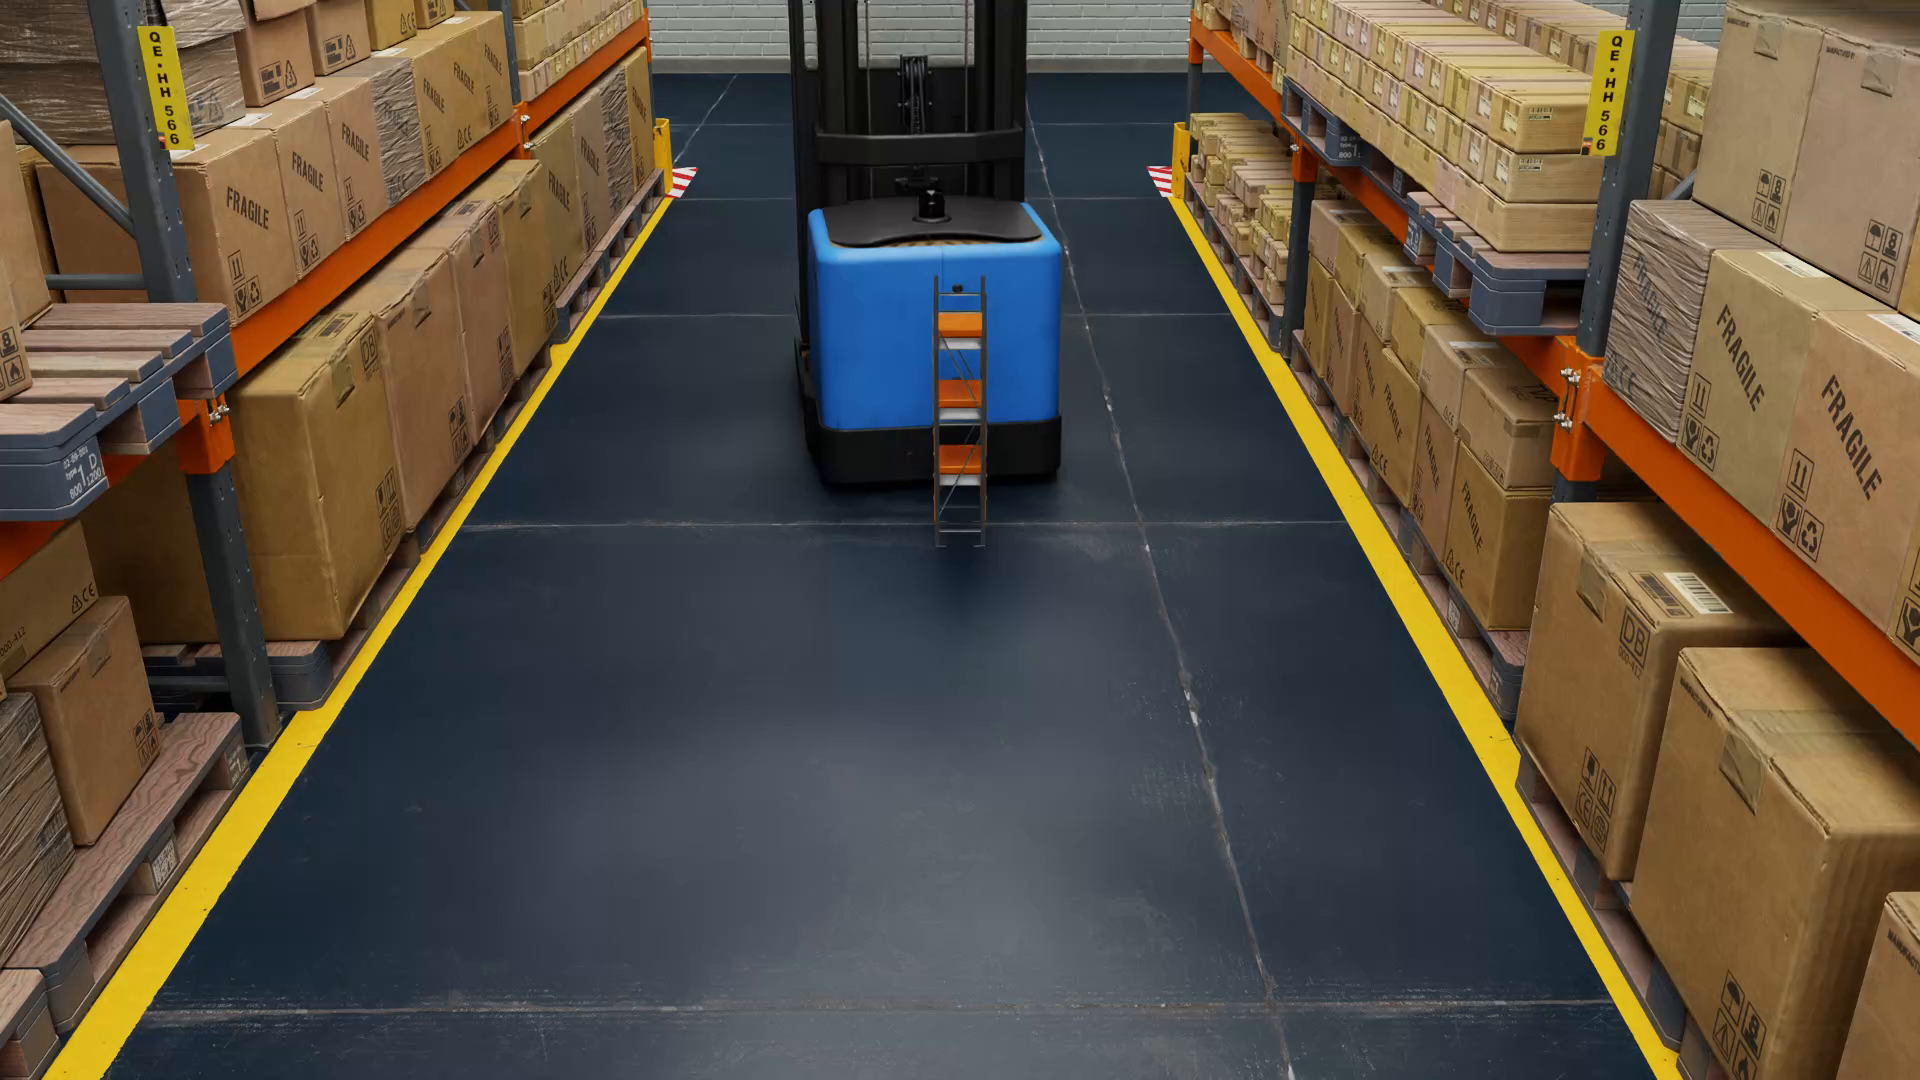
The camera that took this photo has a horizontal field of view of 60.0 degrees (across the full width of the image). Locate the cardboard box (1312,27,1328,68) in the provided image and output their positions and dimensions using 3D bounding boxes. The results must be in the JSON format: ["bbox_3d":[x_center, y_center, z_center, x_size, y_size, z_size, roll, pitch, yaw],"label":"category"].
[{"bbox_3d":[1.778,-2.185,7.376,0.380,0.149,0.250,0,24,1],"label":"cardboard box"}]

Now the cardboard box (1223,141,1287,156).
[{"bbox_3d":[1.925,-2.511,10.890,0.380,0.149,0.250,1,24,2],"label":"cardboard box"}]

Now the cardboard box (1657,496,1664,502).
[{"bbox_3d":[2.517,-0.047,5.738,0.500,0.500,0.500,-1,24,-3],"label":"cardboard box"}]

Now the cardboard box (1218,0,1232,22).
[{"bbox_3d":[1.935,-3.571,10.524,0.500,0.500,0.500,0,24,0],"label":"cardboard box"}]

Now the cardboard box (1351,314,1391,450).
[{"bbox_3d":[1.995,-0.663,7.101,0.500,0.500,0.500,0,24,0],"label":"cardboard box"}]

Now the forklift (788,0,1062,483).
[{"bbox_3d":[-0.271,-2.154,7.955,1.130,2.935,3.031,-3,25,-7],"label":"forklift"}]

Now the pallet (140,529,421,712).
[{"bbox_3d":[-2.625,0.224,5.999,1.003,0.211,1.213,0,24,-1],"label":"pallet"}]

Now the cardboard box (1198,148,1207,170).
[{"bbox_3d":[1.878,-2.696,11.661,0.380,0.149,0.250,0,24,-1],"label":"cardboard box"}]

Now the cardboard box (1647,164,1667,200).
[{"bbox_3d":[2.460,-1.186,5.528,0.380,0.149,0.250,1,24,2],"label":"cardboard box"}]

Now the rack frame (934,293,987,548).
[{"bbox_3d":[0.001,-0.450,6.471,0.200,1.050,0.008,0,24,-1],"label":"rack frame"}]

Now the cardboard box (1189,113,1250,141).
[{"bbox_3d":[1.848,-2.945,11.849,0.380,0.149,0.250,-1,24,-3],"label":"cardboard box"}]

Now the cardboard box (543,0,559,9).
[{"bbox_3d":[-2.482,-3.180,9.052,0.500,0.500,0.500,0,24,-1],"label":"cardboard box"}]

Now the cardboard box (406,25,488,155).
[{"bbox_3d":[-2.458,-2.020,7.455,0.500,0.500,0.500,0,24,1],"label":"cardboard box"}]

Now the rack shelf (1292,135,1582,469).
[{"bbox_3d":[2.247,-1.199,6.633,1.077,0.370,4.000,0,24,-1],"label":"rack shelf"}]

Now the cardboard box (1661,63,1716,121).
[{"bbox_3d":[2.454,-1.453,5.397,0.380,0.149,0.250,0,24,-1],"label":"cardboard box"}]

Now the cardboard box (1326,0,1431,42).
[{"bbox_3d":[1.780,-2.211,7.071,0.380,0.149,0.250,-1,24,-1],"label":"cardboard box"}]

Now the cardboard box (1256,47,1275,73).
[{"bbox_3d":[1.922,-2.787,9.577,0.380,0.149,0.250,-1,24,-3],"label":"cardboard box"}]

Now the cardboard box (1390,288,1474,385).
[{"bbox_3d":[1.993,-0.794,6.480,0.500,0.250,0.500,0,24,1],"label":"cardboard box"}]

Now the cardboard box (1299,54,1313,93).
[{"bbox_3d":[1.779,-2.149,7.656,0.380,0.149,0.250,0,24,0],"label":"cardboard box"}]

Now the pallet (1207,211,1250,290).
[{"bbox_3d":[2.167,-1.860,10.607,1.003,0.211,1.213,0,24,-1],"label":"pallet"}]

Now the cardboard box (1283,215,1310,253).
[{"bbox_3d":[1.961,-1.659,9.007,0.380,0.149,0.250,0,24,1],"label":"cardboard box"}]

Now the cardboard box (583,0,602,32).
[{"bbox_3d":[-2.488,-3.253,10.124,0.500,0.250,0.500,0,24,0],"label":"cardboard box"}]

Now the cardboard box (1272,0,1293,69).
[{"bbox_3d":[1.938,-2.730,8.663,0.500,0.500,0.500,0,24,0],"label":"cardboard box"}]

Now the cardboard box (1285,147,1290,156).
[{"bbox_3d":[2.422,-2.702,11.674,0.380,0.149,0.250,-1,24,-2],"label":"cardboard box"}]

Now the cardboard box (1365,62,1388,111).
[{"bbox_3d":[1.789,-1.754,6.423,0.380,0.149,0.250,-1,24,-2],"label":"cardboard box"}]

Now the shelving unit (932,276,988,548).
[{"bbox_3d":[-0.001,-0.500,6.582,0.215,1.050,0.252,0,24,-1],"label":"shelving unit"}]

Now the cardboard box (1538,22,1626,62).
[{"bbox_3d":[2.443,-1.886,6.353,0.380,0.149,0.250,-1,24,-1],"label":"cardboard box"}]

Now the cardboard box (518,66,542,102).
[{"bbox_3d":[-2.406,-2.379,8.674,0.380,0.149,0.250,0,24,0],"label":"cardboard box"}]

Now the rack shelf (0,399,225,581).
[{"bbox_3d":[-2.670,0.430,3.031,1.077,0.370,4.000,0,24,-1],"label":"rack shelf"}]

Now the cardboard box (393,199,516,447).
[{"bbox_3d":[-2.698,-0.961,7.304,1.225,0.875,0.875,-1,24,-2],"label":"cardboard box"}]

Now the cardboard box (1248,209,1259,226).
[{"bbox_3d":[1.941,-1.937,9.982,0.380,0.149,0.250,0,24,1],"label":"cardboard box"}]

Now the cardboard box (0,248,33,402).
[{"bbox_3d":[-2.540,-0.507,3.599,0.700,0.500,0.500,3,25,7],"label":"cardboard box"}]

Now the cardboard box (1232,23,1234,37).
[{"bbox_3d":[1.970,-3.315,10.745,0.380,0.149,0.250,0,24,-1],"label":"cardboard box"}]

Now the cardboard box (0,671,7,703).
[{"bbox_3d":[-2.638,0.370,3.882,0.500,0.250,0.500,2,24,5],"label":"cardboard box"}]

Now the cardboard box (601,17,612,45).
[{"bbox_3d":[-2.430,-3.231,10.558,0.380,0.149,0.250,0,24,0],"label":"cardboard box"}]

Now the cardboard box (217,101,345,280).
[{"bbox_3d":[-2.433,-1.181,5.600,0.500,0.500,0.500,-1,24,-2],"label":"cardboard box"}]

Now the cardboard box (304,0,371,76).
[{"bbox_3d":[-2.702,-2.070,6.349,0.797,0.503,0.637,1,24,1],"label":"cardboard box"}]

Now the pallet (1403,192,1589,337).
[{"bbox_3d":[2.155,-0.908,5.350,1.213,0.211,1.003,0,24,-1],"label":"pallet"}]

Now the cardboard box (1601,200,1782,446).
[{"bbox_3d":[2.004,-0.562,4.230,0.500,0.500,0.500,0,24,0],"label":"cardboard box"}]

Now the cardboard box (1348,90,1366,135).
[{"bbox_3d":[1.790,-1.725,6.719,0.380,0.149,0.250,-1,24,-2],"label":"cardboard box"}]

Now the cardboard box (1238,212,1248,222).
[{"bbox_3d":[1.934,-1.937,10.343,0.380,0.149,0.250,0,24,0],"label":"cardboard box"}]

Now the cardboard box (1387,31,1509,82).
[{"bbox_3d":[1.794,-1.783,6.125,0.380,0.149,0.250,1,24,2],"label":"cardboard box"}]

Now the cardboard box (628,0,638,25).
[{"bbox_3d":[-2.441,-3.651,11.488,0.380,0.149,0.250,0,24,0],"label":"cardboard box"}]

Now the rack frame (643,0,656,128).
[{"bbox_3d":[-2.779,-4.018,11.994,1.000,3.000,0.127,0,24,-1],"label":"rack frame"}]

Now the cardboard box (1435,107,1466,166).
[{"bbox_3d":[1.798,-1.335,5.495,0.380,0.149,0.250,0,24,1],"label":"cardboard box"}]

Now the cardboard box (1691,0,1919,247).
[{"bbox_3d":[2.264,-1.018,4.027,0.700,0.500,0.500,0,24,-1],"label":"cardboard box"}]

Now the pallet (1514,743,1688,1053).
[{"bbox_3d":[2.203,0.894,4.518,1.003,0.211,1.213,0,24,-1],"label":"pallet"}]

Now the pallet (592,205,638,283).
[{"bbox_3d":[-2.681,-1.917,10.732,1.003,0.211,1.213,0,24,-1],"label":"pallet"}]

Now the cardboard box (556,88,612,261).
[{"bbox_3d":[-2.672,-2.236,10.123,0.875,0.875,0.875,0,24,-1],"label":"cardboard box"}]

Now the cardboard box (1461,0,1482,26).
[{"bbox_3d":[2.430,-2.317,7.306,0.380,0.149,0.250,-1,24,-2],"label":"cardboard box"}]

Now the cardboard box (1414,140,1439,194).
[{"bbox_3d":[1.801,-1.291,5.760,0.380,0.149,0.250,-1,24,-1],"label":"cardboard box"}]

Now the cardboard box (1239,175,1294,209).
[{"bbox_3d":[1.889,-2.085,9.949,0.380,0.149,0.250,-1,24,-3],"label":"cardboard box"}]

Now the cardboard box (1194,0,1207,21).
[{"bbox_3d":[1.858,-3.749,11.705,0.380,0.149,0.250,0,24,-1],"label":"cardboard box"}]

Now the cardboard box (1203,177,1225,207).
[{"bbox_3d":[1.855,-2.358,11.274,0.380,0.149,0.250,0,24,0],"label":"cardboard box"}]

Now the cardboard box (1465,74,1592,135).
[{"bbox_3d":[1.805,-1.354,5.176,0.380,0.149,0.250,-1,24,-1],"label":"cardboard box"}]

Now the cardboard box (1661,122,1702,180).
[{"bbox_3d":[2.460,-1.226,5.256,0.380,0.149,0.250,1,24,2],"label":"cardboard box"}]

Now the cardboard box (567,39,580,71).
[{"bbox_3d":[-2.420,-2.809,9.626,0.380,0.149,0.250,-1,24,-1],"label":"cardboard box"}]

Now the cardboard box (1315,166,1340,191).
[{"bbox_3d":[2.401,-2.199,10.200,0.380,0.149,0.250,-1,24,-3],"label":"cardboard box"}]
